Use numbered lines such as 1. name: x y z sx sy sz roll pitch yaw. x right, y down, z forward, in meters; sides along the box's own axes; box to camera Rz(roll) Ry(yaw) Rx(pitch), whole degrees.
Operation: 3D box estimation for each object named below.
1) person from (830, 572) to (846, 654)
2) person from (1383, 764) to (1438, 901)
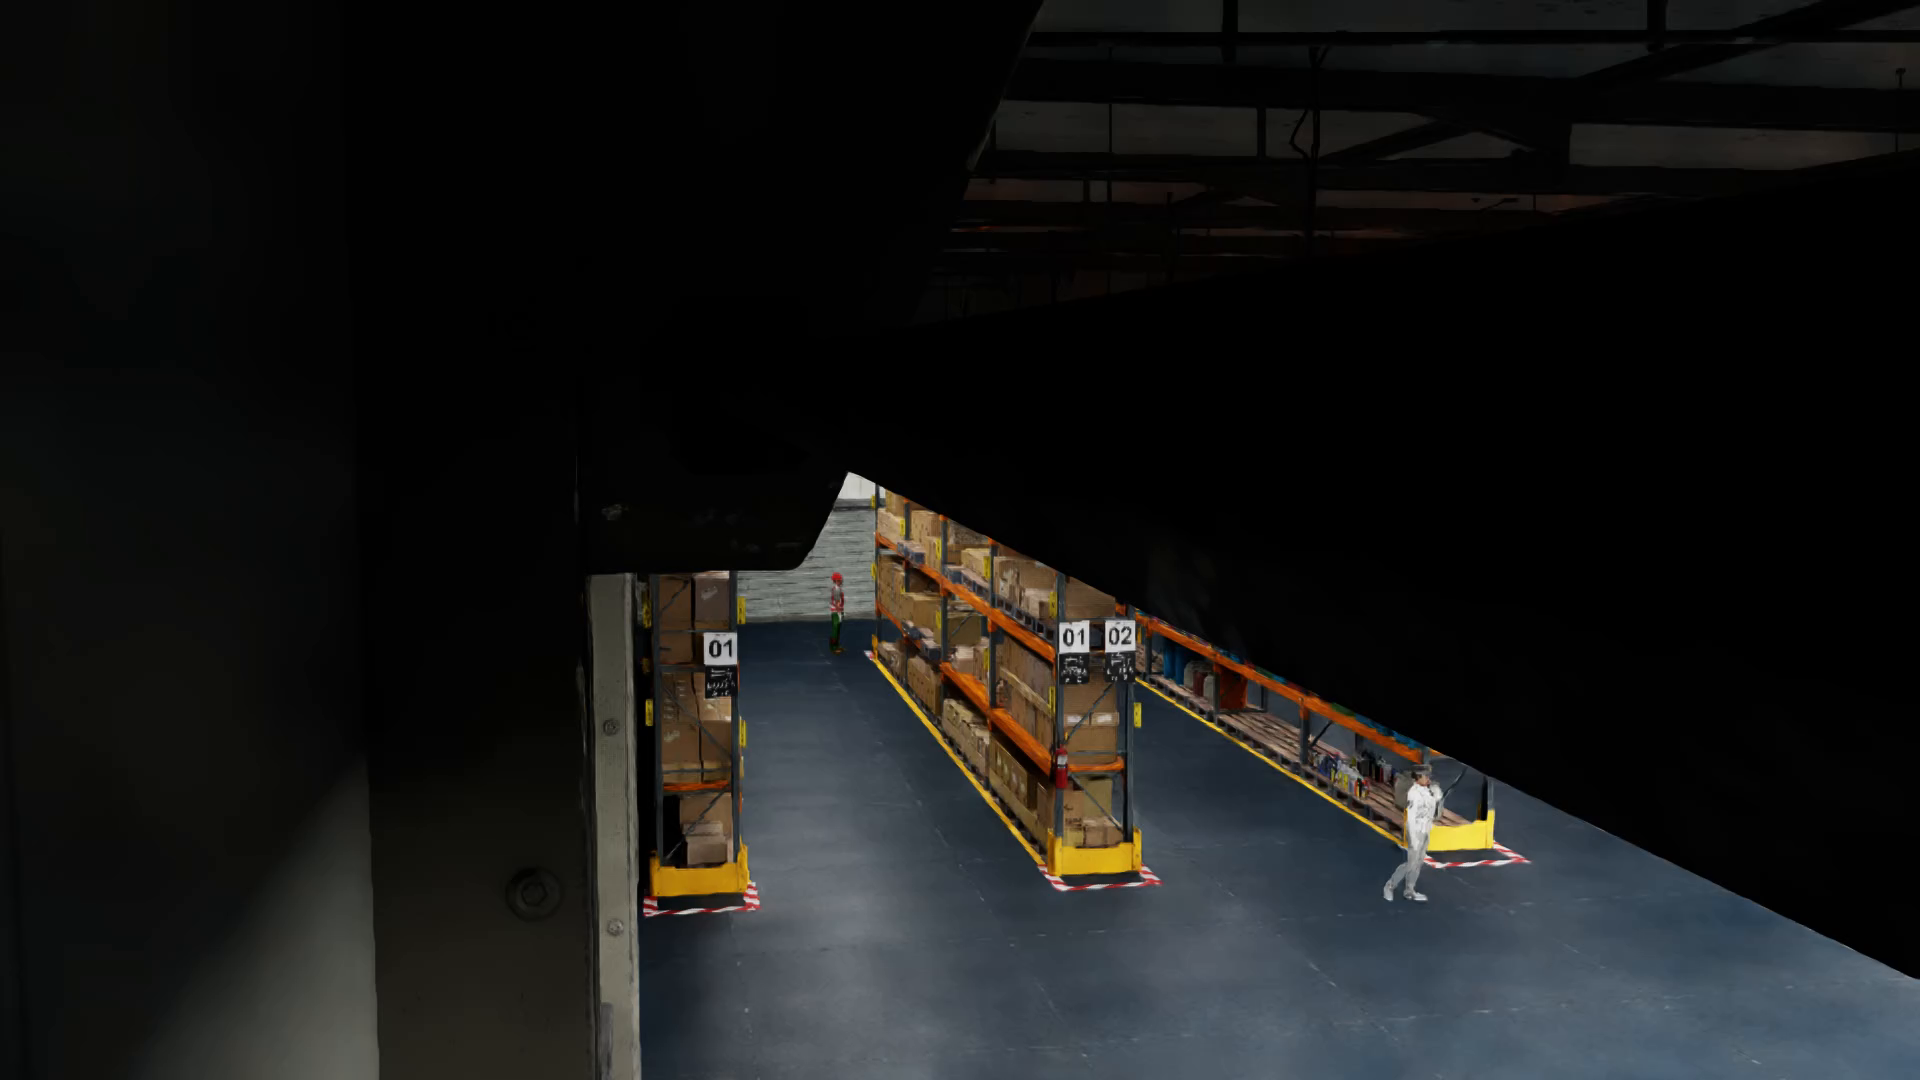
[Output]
1. person: -2.727 1.613 37.132 0.391 1.788 0.641 -1 6 -9
2. person: 5.339 3.480 19.748 0.503 1.662 0.658 5 7 37
